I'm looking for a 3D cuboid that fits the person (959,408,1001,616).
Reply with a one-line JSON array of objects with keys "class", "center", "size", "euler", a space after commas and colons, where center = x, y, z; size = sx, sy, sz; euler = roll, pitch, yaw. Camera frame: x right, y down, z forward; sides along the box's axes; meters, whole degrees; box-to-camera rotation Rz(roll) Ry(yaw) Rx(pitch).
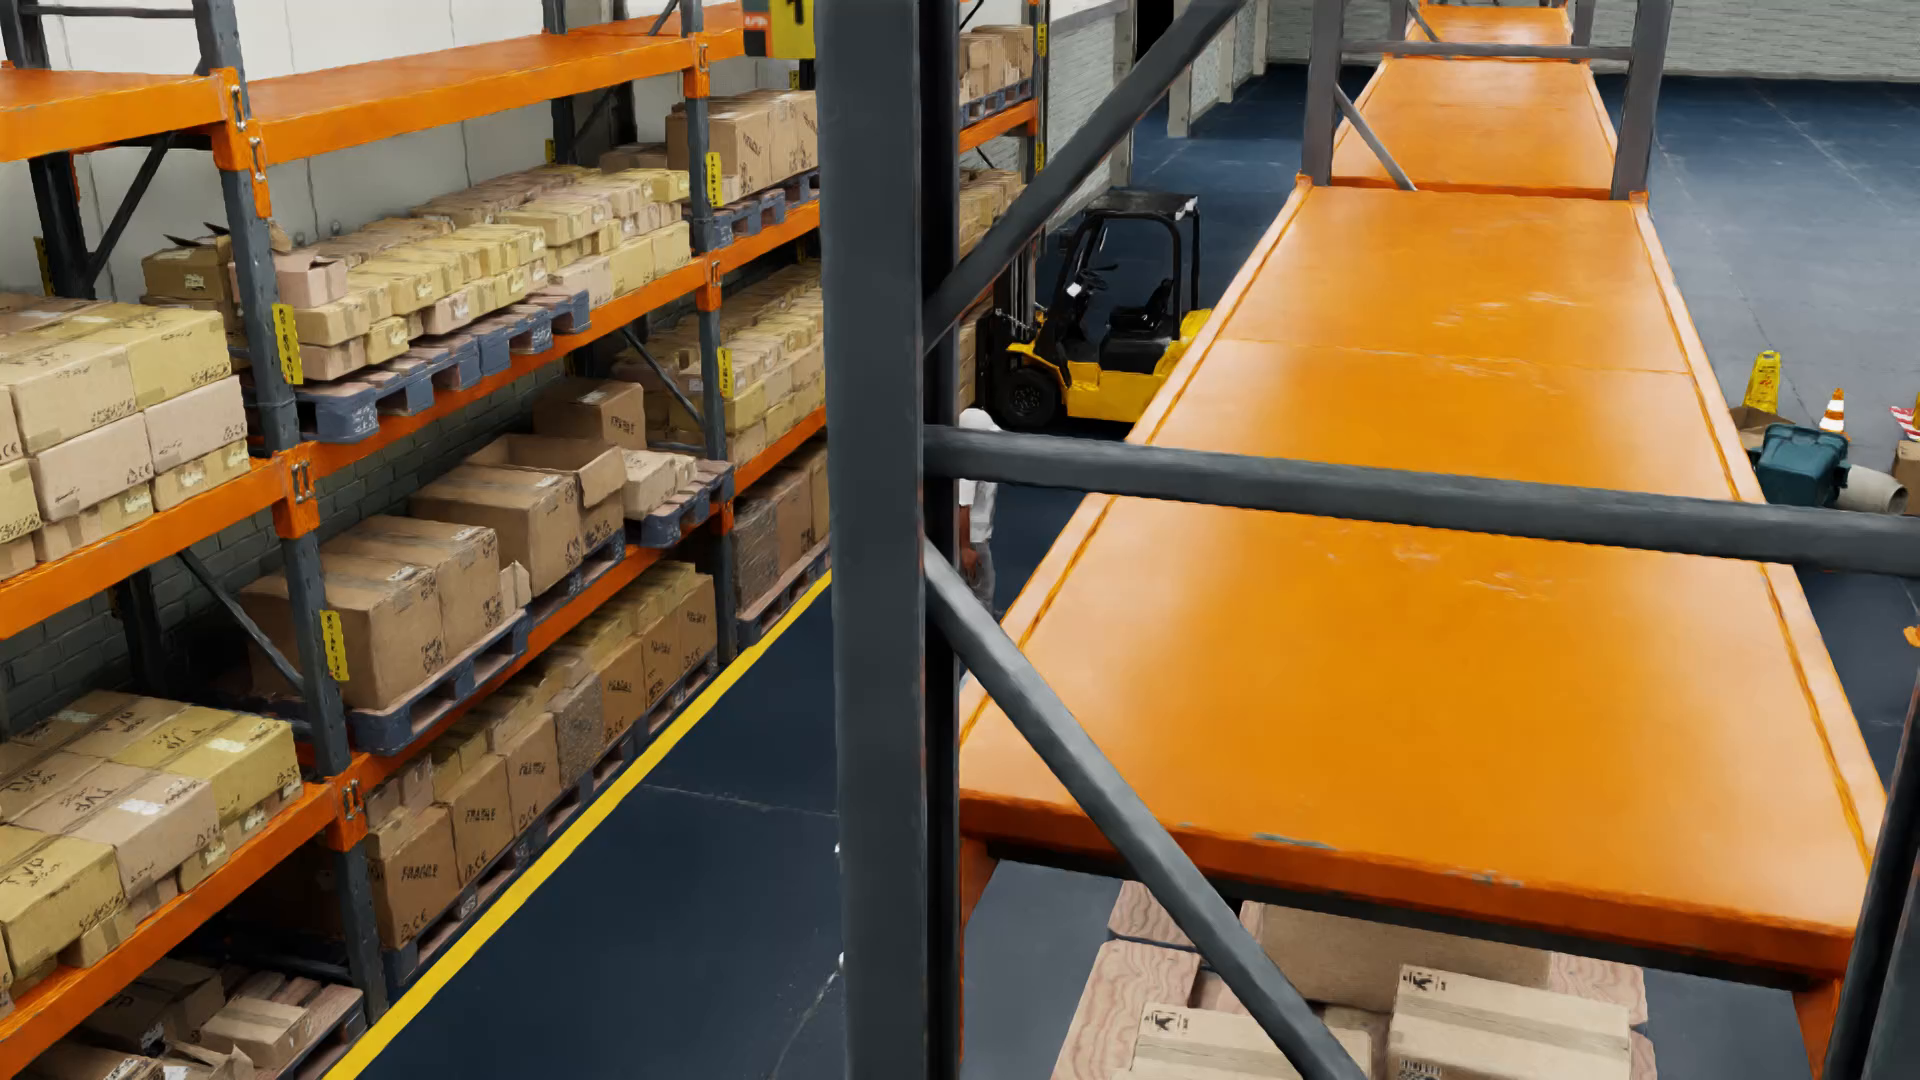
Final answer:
[{"class": "person", "center": [0.129, -0.027, 11.103], "size": [0.632, 1.766, 0.709], "euler": [0, 22, 0]}]
